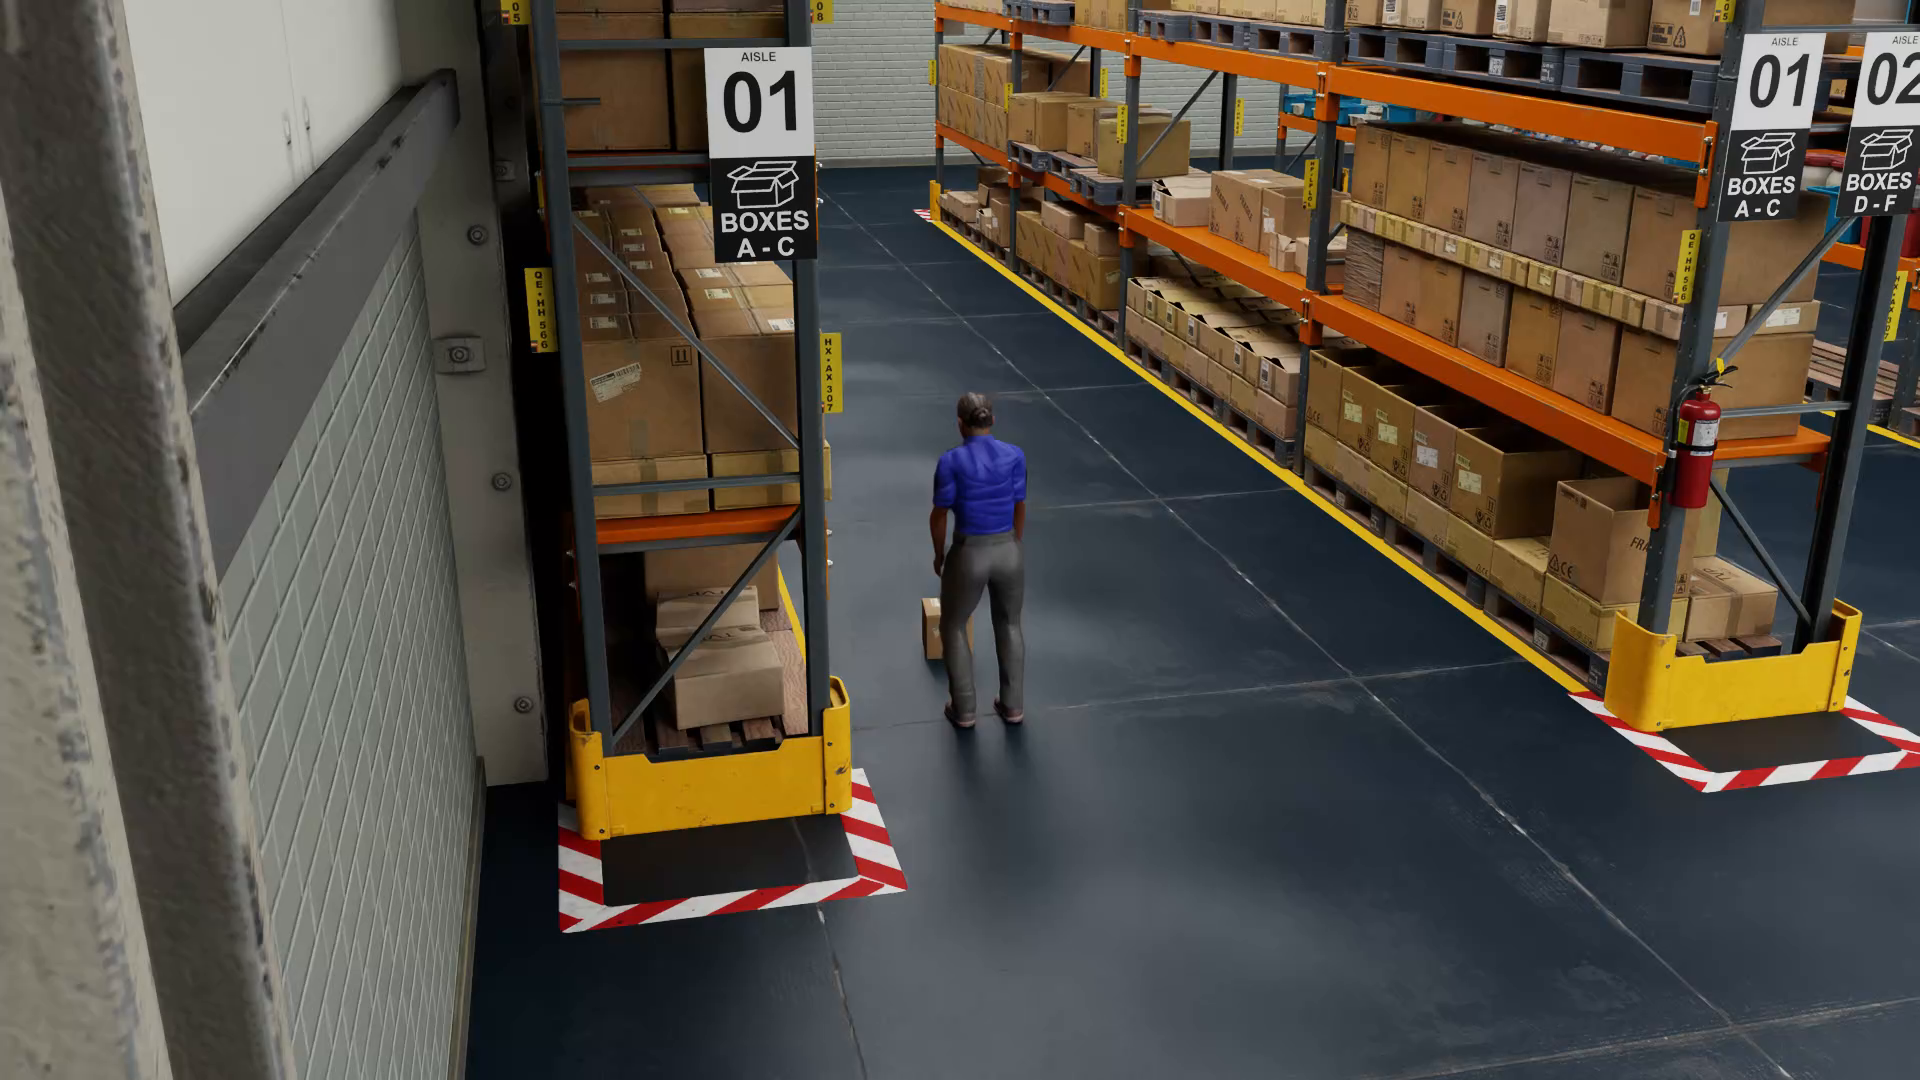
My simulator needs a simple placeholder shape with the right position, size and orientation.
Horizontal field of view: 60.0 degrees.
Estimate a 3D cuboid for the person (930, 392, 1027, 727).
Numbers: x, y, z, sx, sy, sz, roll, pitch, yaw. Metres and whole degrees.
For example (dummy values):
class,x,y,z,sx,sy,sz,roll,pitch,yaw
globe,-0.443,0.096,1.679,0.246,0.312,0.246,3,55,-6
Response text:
class,x,y,z,sx,sy,sz,roll,pitch,yaw
person,0.086,0.109,7.867,0.457,1.610,0.375,-4,20,-11
